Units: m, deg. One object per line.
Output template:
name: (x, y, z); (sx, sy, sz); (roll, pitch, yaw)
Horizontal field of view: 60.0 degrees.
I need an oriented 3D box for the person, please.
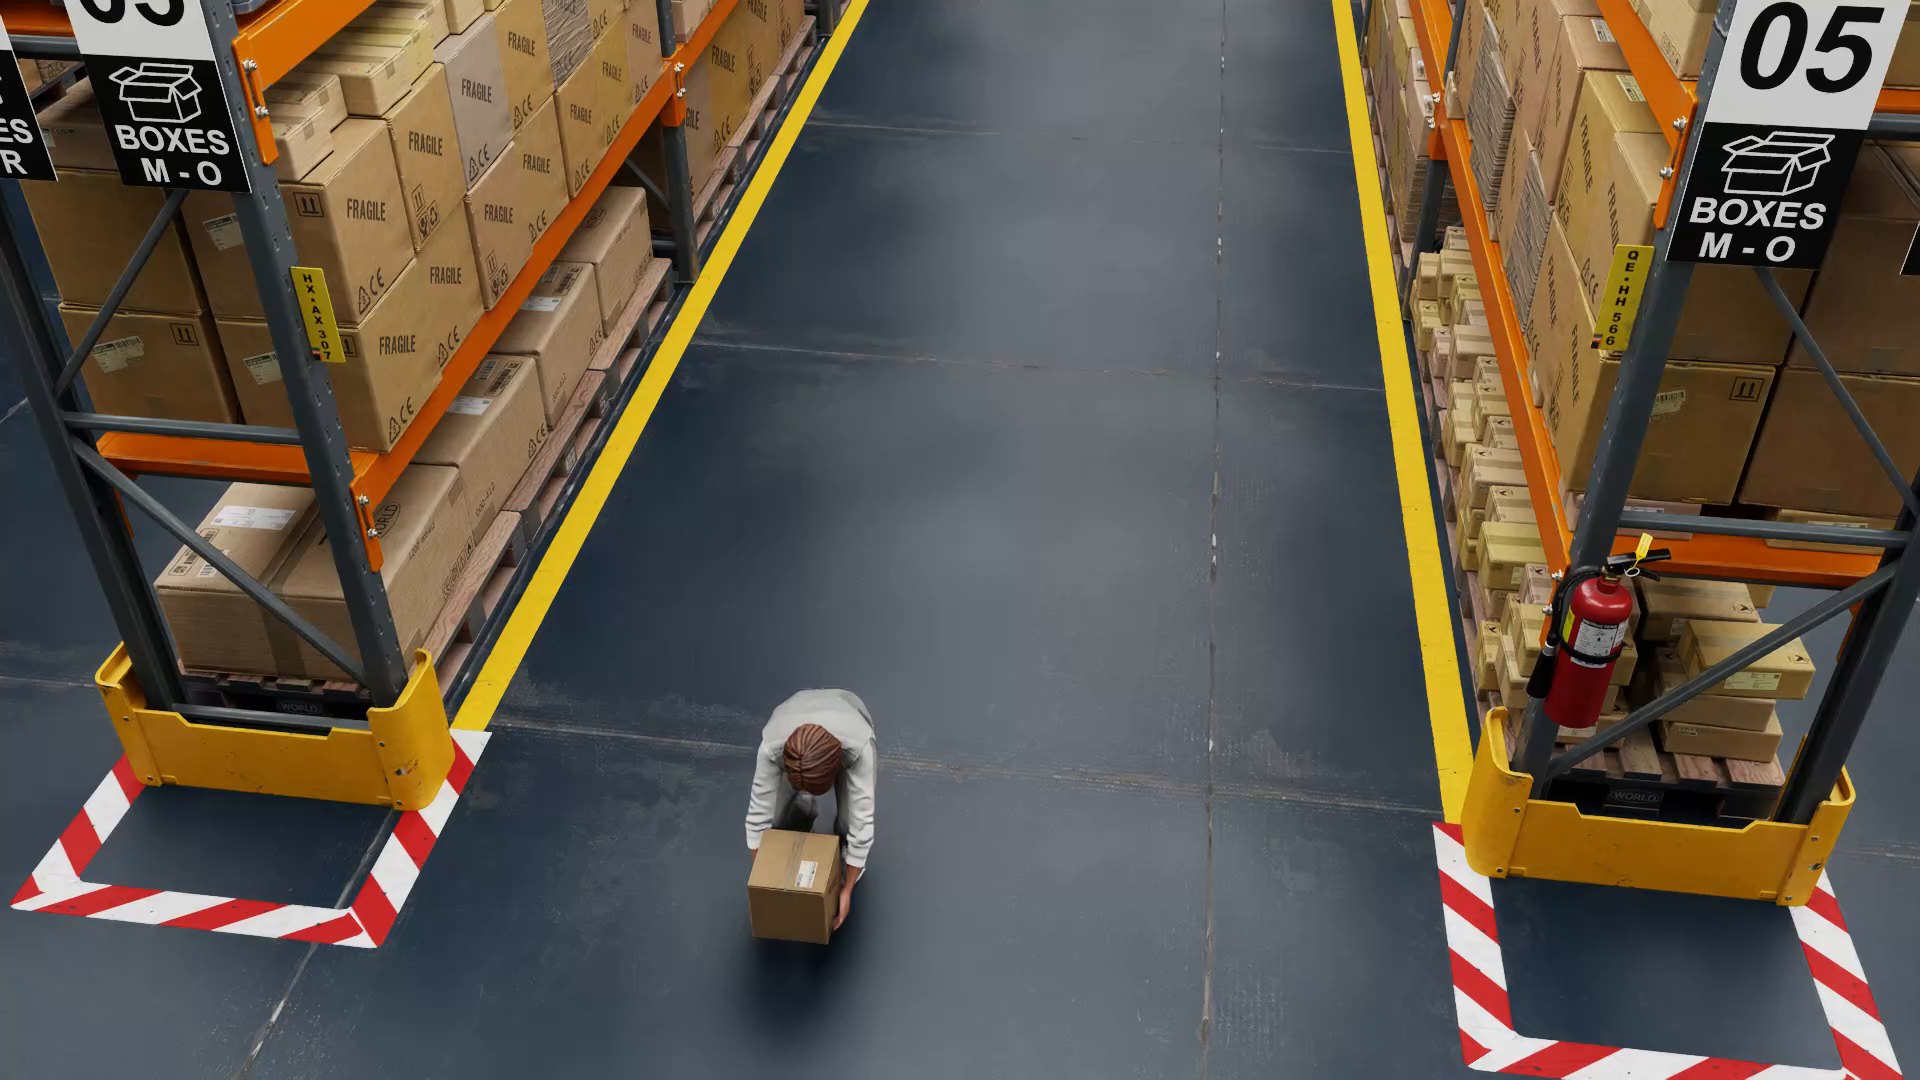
person: (-0.478, 0.823, 5.637); (0.446, 0.901, 0.812); (4, 37, 6)
